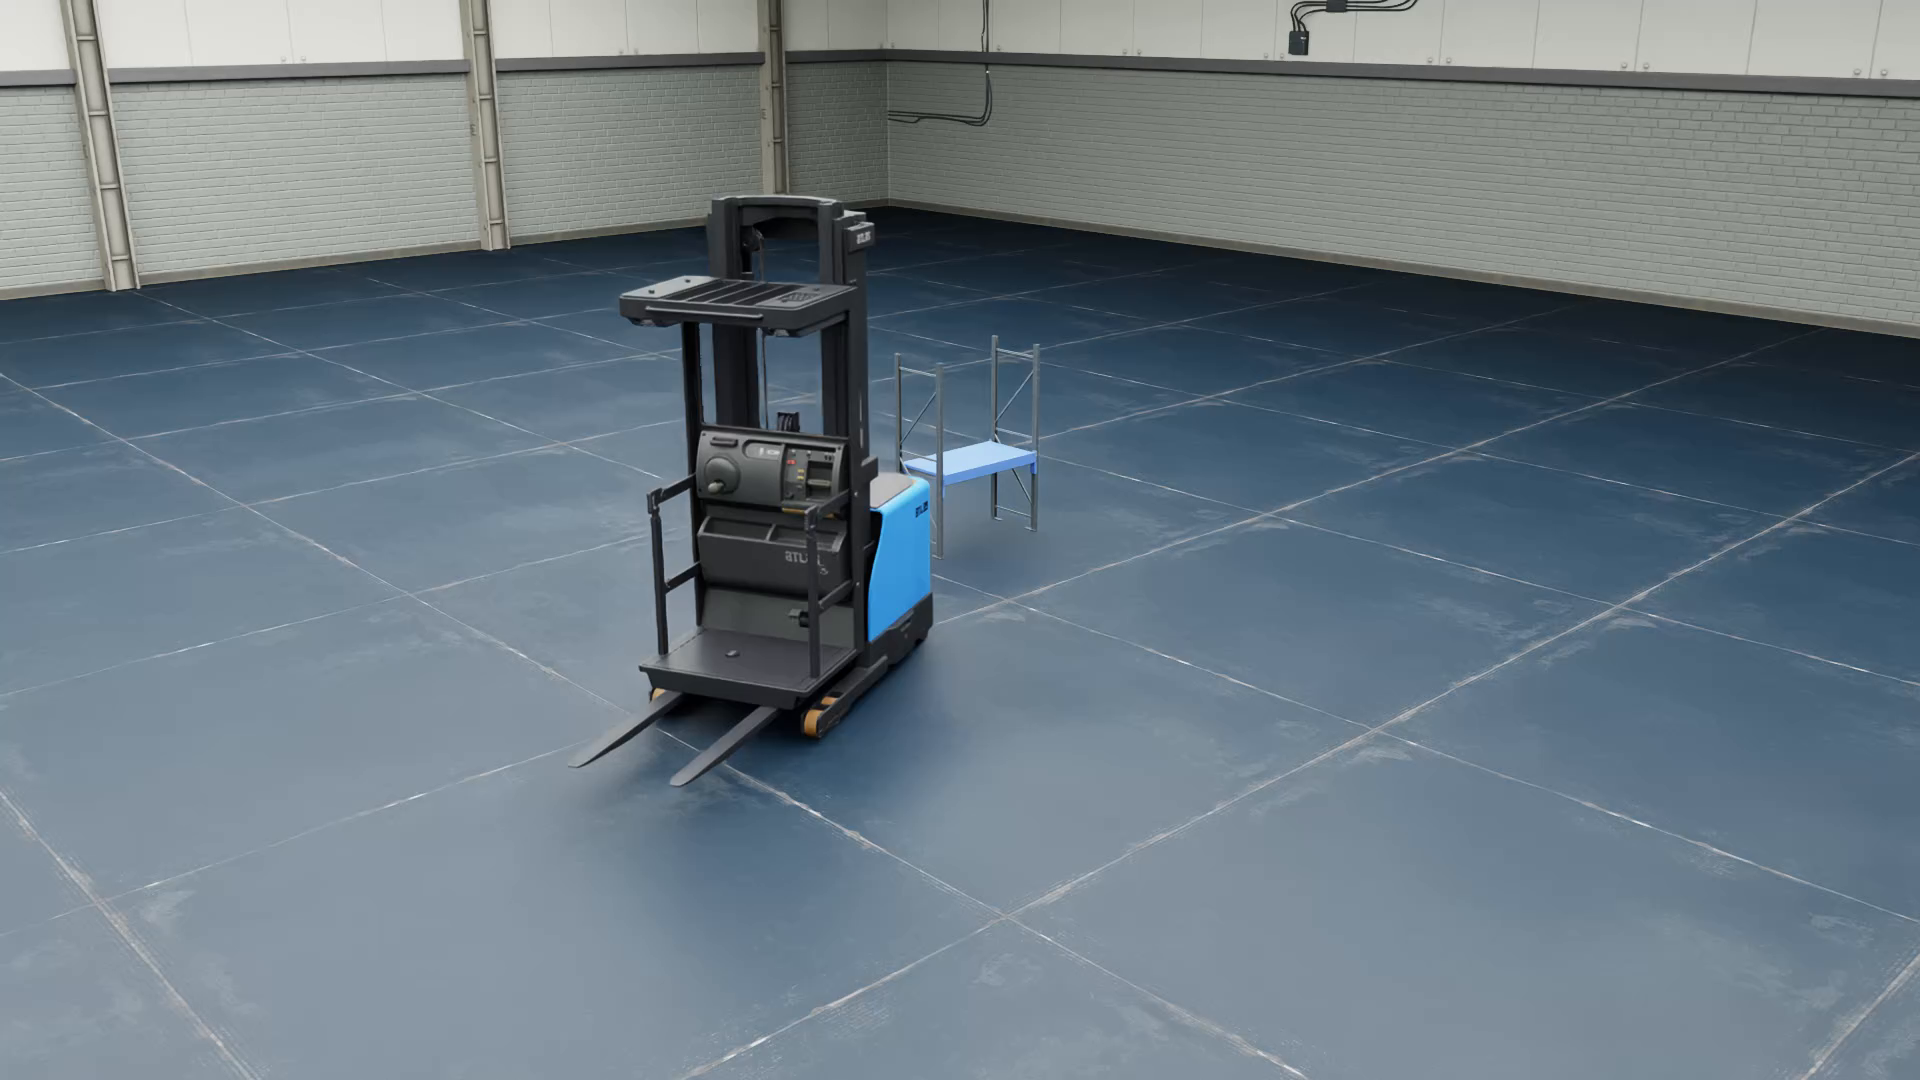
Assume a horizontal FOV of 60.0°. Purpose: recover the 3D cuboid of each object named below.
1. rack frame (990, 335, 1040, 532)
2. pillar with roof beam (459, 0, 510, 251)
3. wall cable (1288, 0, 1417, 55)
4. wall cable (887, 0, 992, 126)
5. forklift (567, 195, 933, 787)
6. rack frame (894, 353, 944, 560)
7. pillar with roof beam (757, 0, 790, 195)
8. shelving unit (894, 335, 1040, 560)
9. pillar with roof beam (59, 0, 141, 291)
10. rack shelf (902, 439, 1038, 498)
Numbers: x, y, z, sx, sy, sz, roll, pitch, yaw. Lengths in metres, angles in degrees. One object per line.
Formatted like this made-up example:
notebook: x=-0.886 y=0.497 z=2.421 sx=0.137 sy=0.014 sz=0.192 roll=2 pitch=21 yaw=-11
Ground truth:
rack frame: x=0.431 y=-0.839 z=13.141 sx=0.032 sy=1.500 sz=0.500 roll=-16 pitch=24 yaw=-41
pillar with roof beam: x=-4.935 y=-8.268 z=23.896 sx=0.400 sy=9.000 sz=9.100 roll=-16 pitch=24 yaw=-41
wall cable: x=6.027 y=-10.319 z=24.708 sx=0.169 sy=6.003 sz=2.305 roll=-16 pitch=24 yaw=-41
wall cable: x=-0.484 y=-9.355 z=32.283 sx=0.112 sy=2.526 sz=3.097 roll=-16 pitch=24 yaw=-41
forklift: x=-1.185 y=-0.407 z=9.487 sx=1.130 sy=2.935 sz=3.031 roll=7 pitch=19 yaw=20
rack frame: x=-0.307 y=-0.624 z=12.477 sx=0.032 sy=1.500 sz=0.500 roll=-16 pitch=24 yaw=-41
pillar with roof beam: x=-0.575 y=-9.540 z=27.818 sx=0.400 sy=9.000 sz=9.100 roll=-16 pitch=24 yaw=-41
shelving unit: x=0.062 y=-0.732 z=12.809 sx=1.048 sy=1.500 sz=0.538 roll=-16 pitch=24 yaw=-41
pillar with roof beam: x=-9.294 y=-6.997 z=19.975 sx=0.400 sy=9.000 sz=9.100 roll=-16 pitch=24 yaw=-41
rack shelf: x=0.062 y=-0.560 z=12.865 sx=1.000 sy=0.185 sz=0.538 roll=-16 pitch=24 yaw=-41
